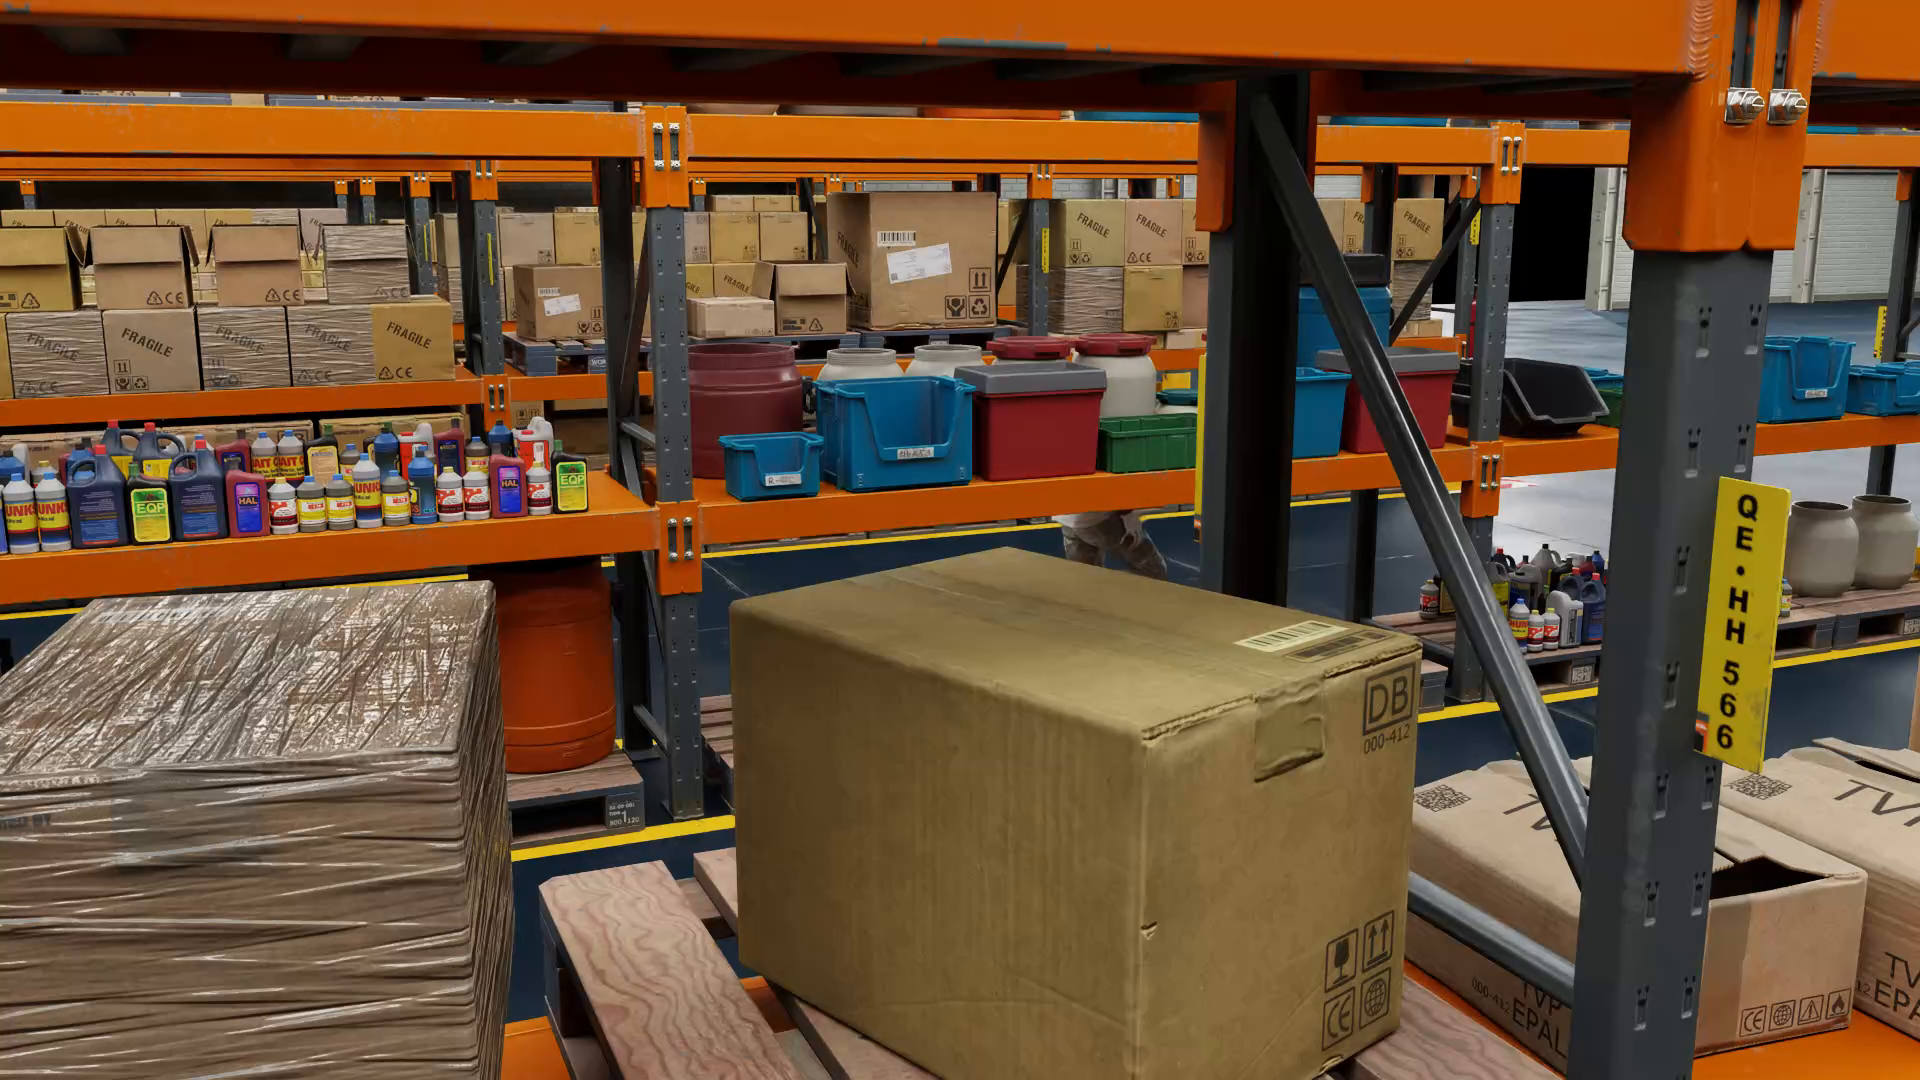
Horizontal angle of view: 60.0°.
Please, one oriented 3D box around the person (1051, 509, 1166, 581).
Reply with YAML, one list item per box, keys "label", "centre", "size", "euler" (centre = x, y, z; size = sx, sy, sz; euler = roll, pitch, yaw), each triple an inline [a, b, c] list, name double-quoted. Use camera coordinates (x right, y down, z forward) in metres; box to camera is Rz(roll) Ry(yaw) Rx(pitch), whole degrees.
- label: "person"
  centre: [0.732, -0.136, 8.560]
  size: [0.524, 1.782, 0.606]
  euler: [-6, 13, -25]
